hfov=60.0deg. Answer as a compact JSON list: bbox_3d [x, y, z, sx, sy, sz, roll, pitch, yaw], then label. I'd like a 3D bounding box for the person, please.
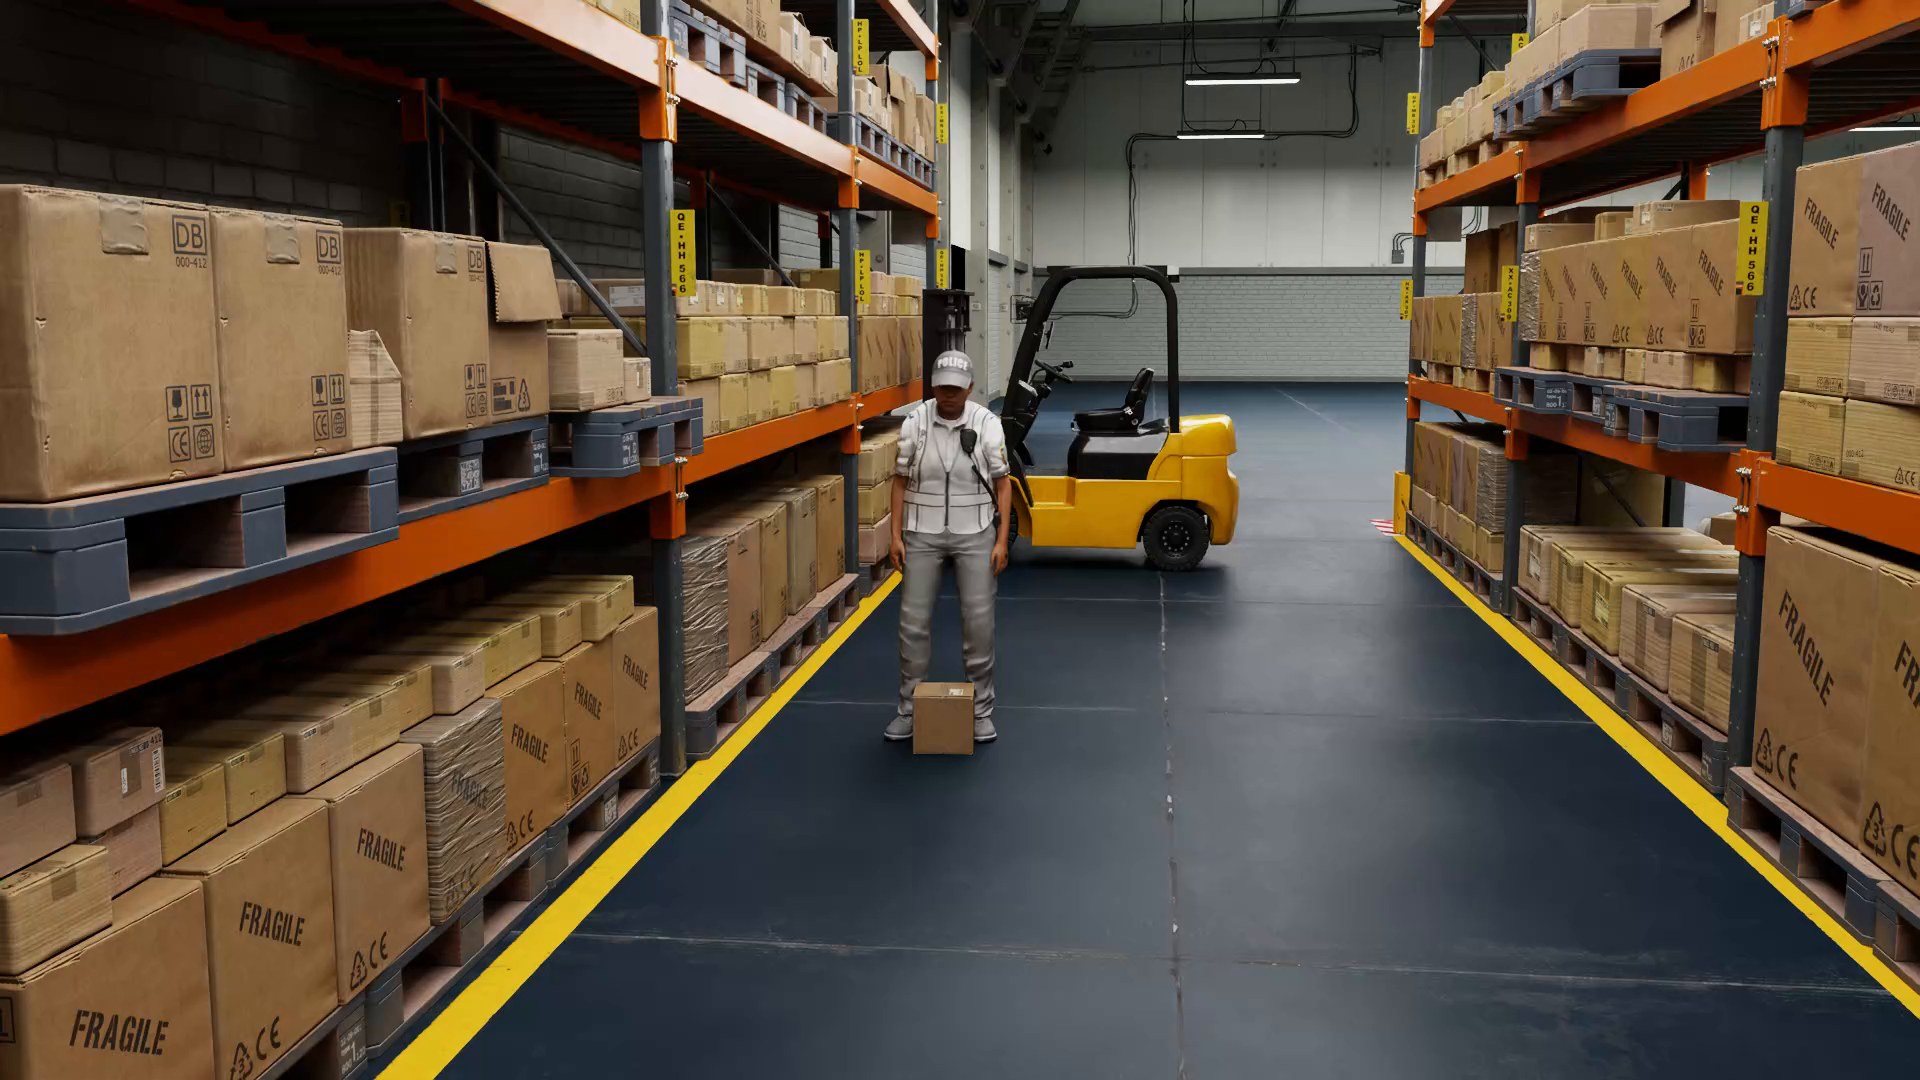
[{"bbox_3d":[-0.052,0.020,7.129,0.537,1.665,0.468,1,8,6],"label":"person"}]
